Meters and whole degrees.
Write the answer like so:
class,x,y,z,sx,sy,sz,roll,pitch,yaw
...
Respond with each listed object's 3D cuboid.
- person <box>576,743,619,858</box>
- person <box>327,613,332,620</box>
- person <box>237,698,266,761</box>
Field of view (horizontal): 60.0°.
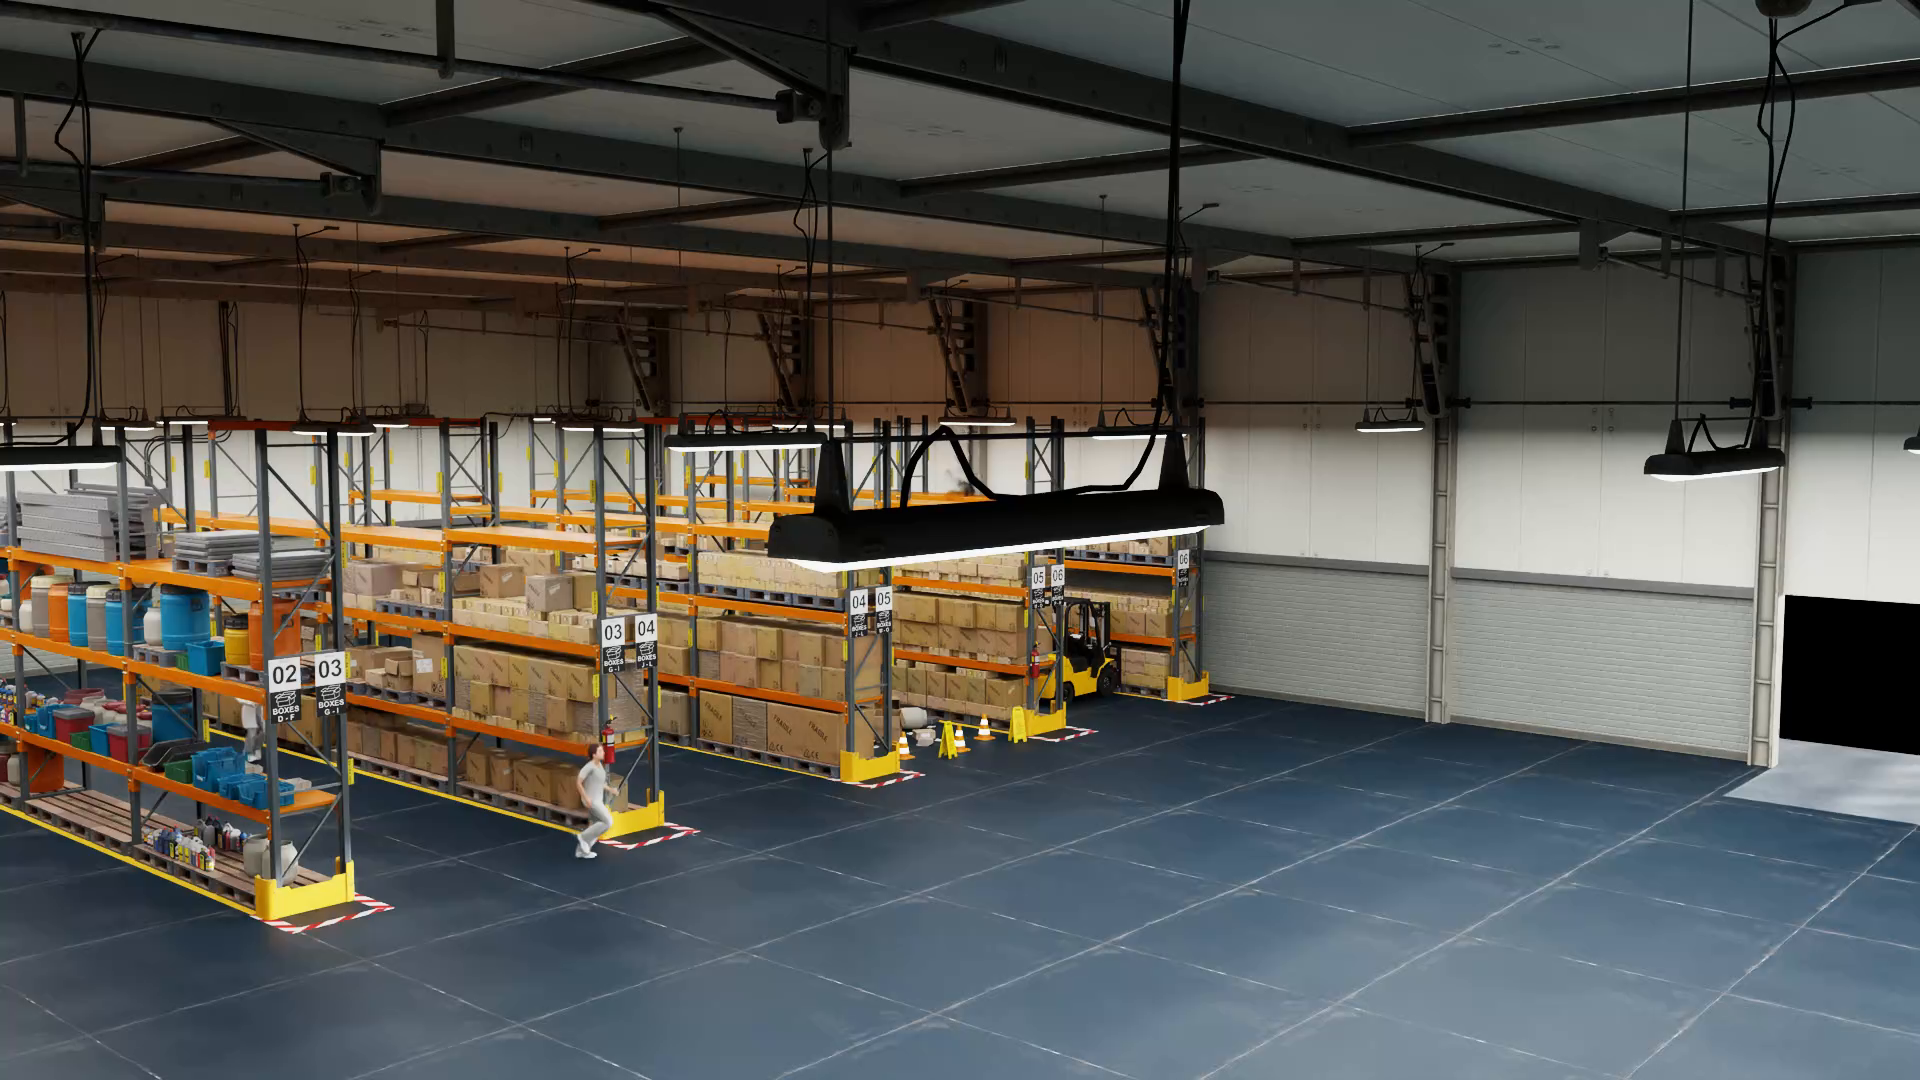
class,x,y,z,sx,sy,sz,roll,pitch,yaw
person,-5.051,3.614,23.069,0.603,1.604,0.528,1,5,6
person,-13.911,2.458,36.522,0.677,1.716,0.911,-4,6,-40
person,-12.358,3.027,29.178,0.712,1.741,0.673,3,6,35
